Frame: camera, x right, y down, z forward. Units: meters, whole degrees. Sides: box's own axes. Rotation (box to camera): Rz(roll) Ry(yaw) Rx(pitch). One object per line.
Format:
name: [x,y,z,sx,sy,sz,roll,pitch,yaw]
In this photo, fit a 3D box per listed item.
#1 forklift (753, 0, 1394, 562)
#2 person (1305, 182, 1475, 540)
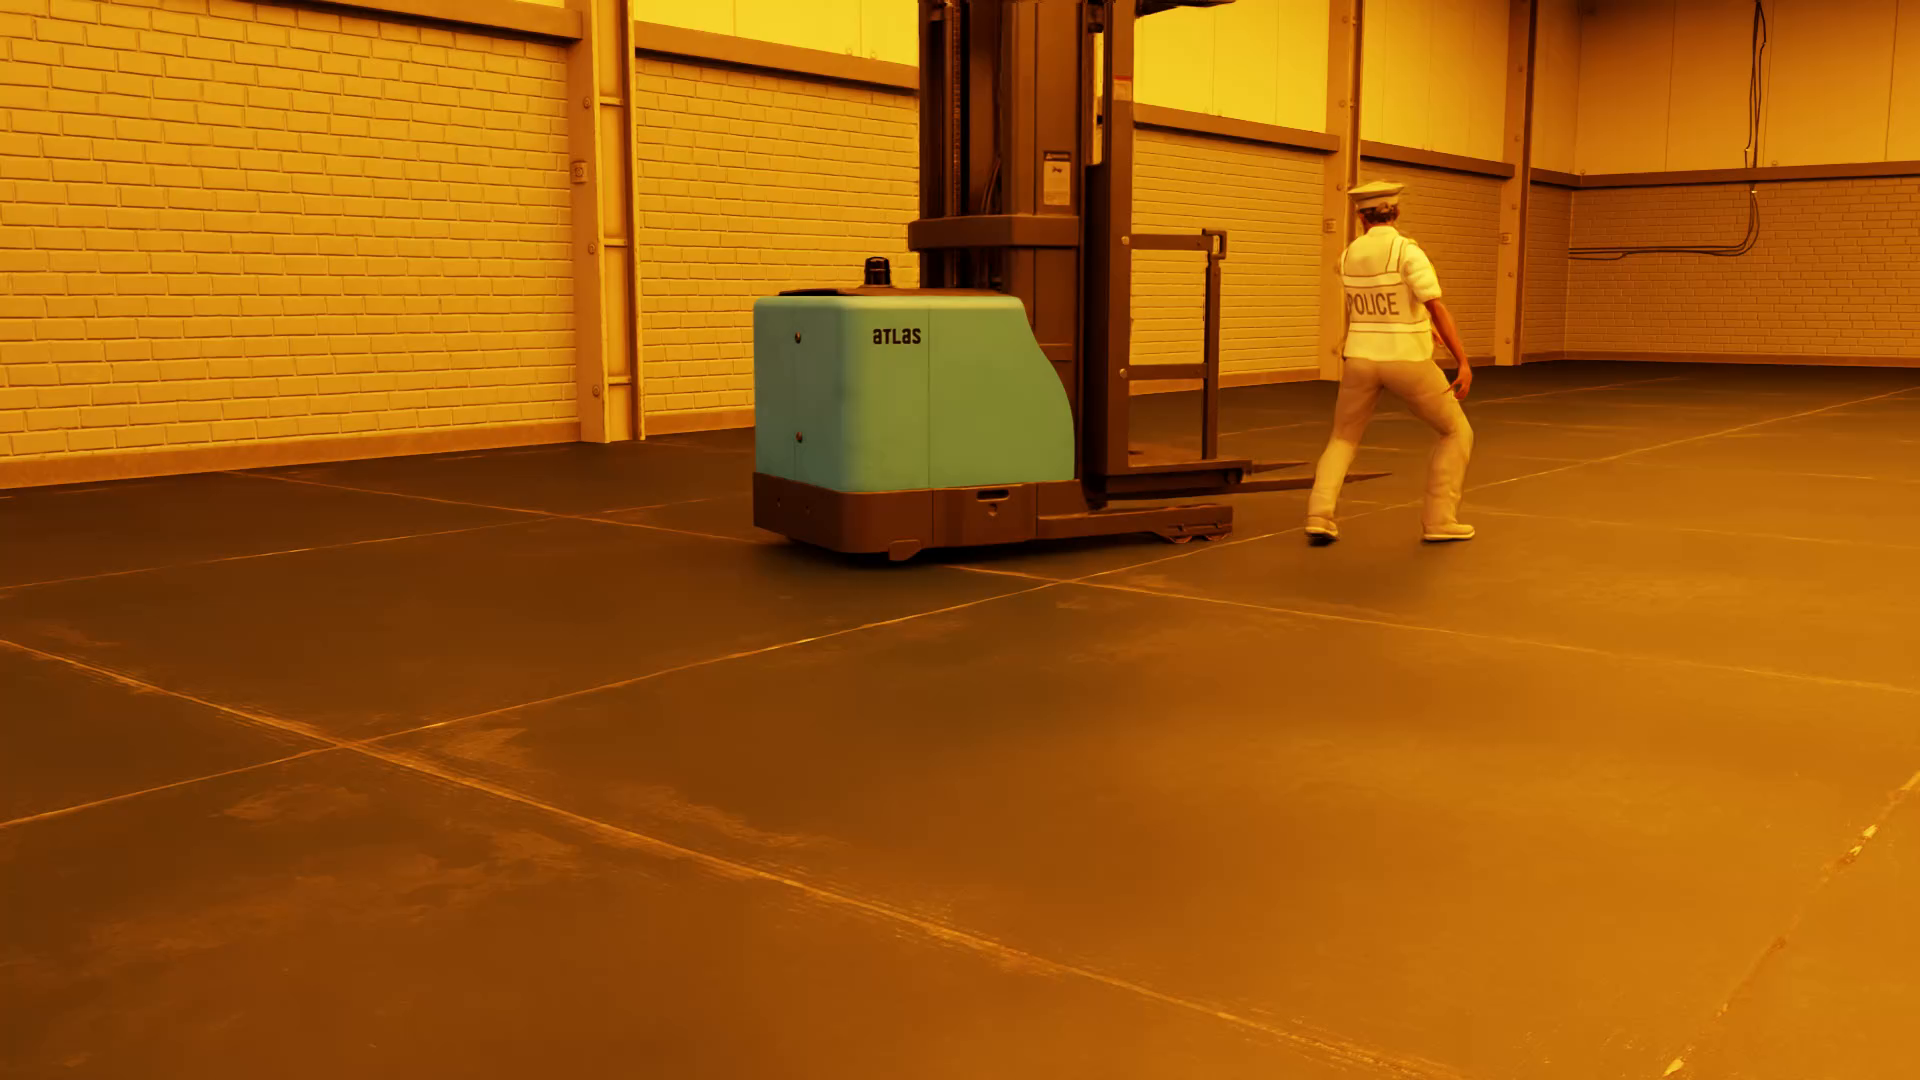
forklift: [0.630,-1.492,7.480,3.031,2.935,1.130,-5,10,-29]
person: [1.962,-0.779,7.316,0.663,1.567,0.782,7,11,39]
